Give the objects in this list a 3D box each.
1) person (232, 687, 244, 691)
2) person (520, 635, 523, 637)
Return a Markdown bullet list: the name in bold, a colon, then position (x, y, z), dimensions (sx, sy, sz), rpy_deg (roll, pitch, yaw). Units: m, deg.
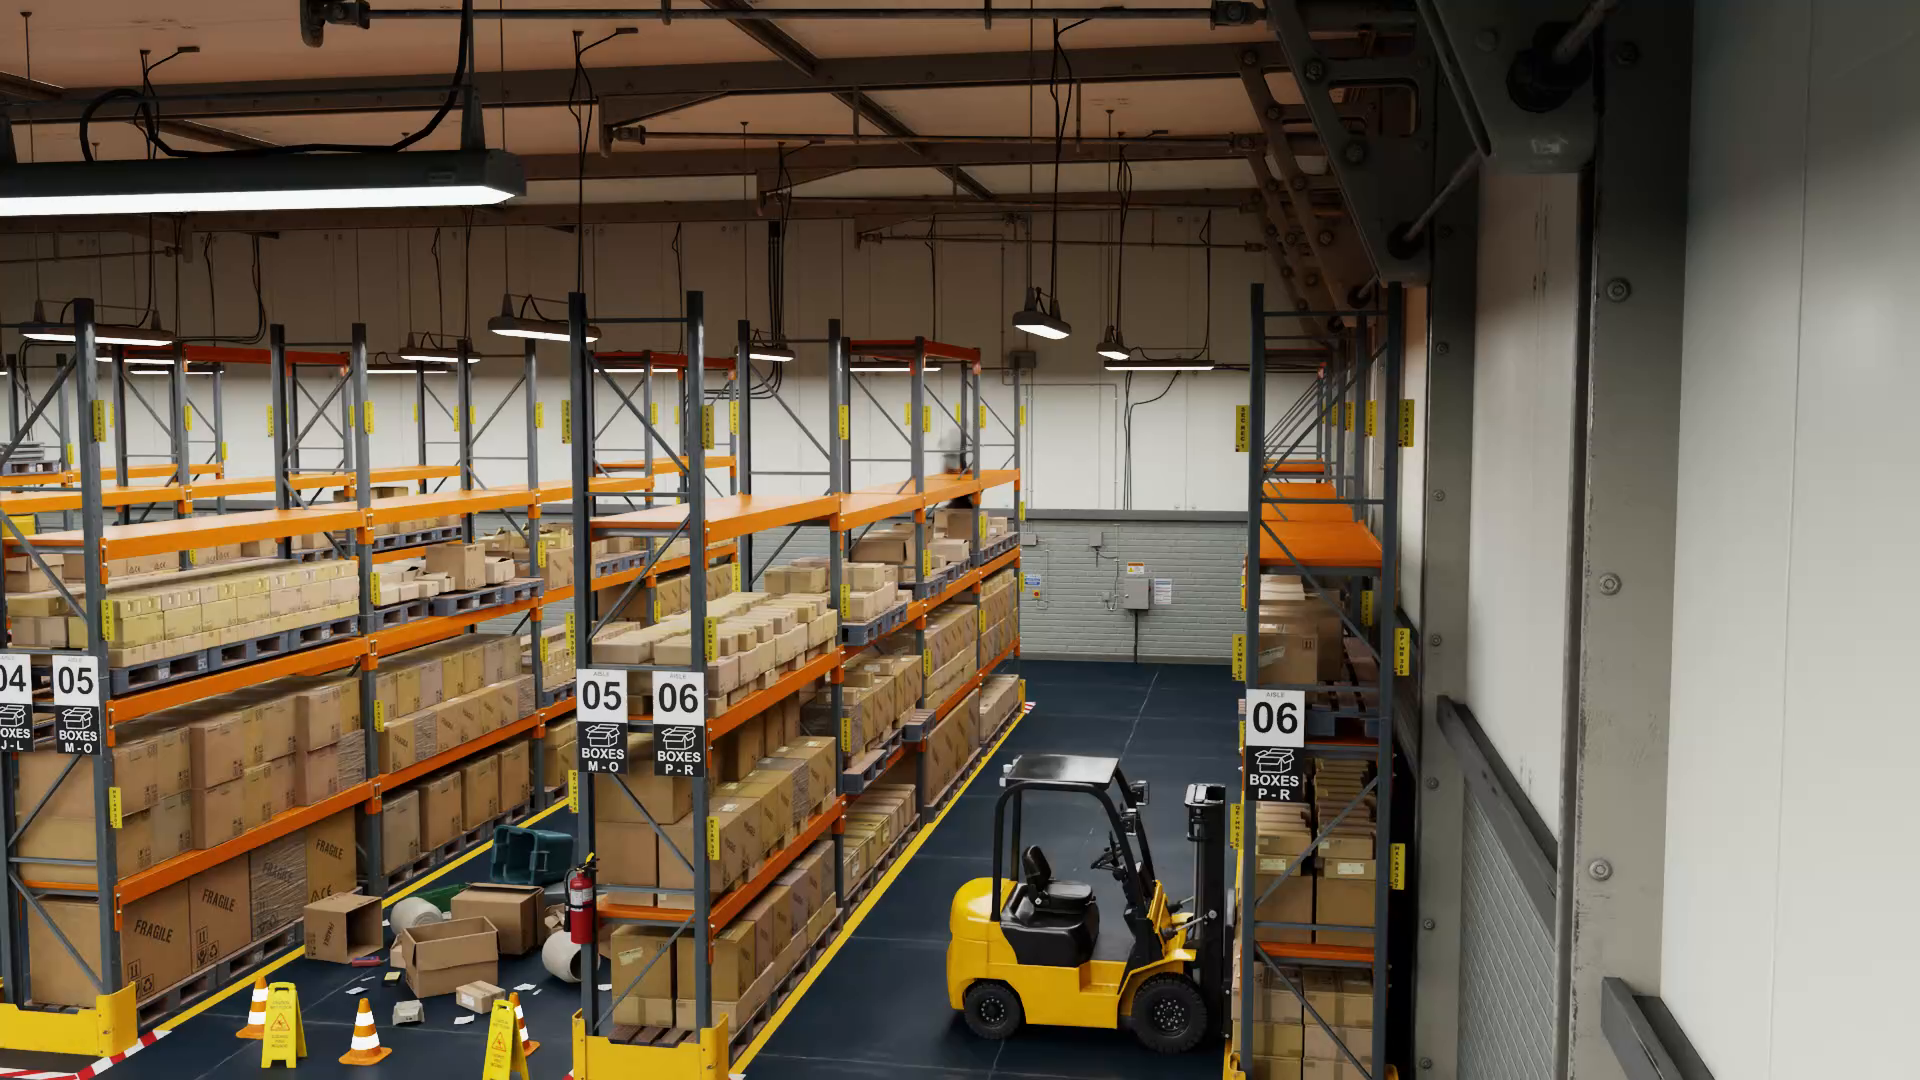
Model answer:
- **person**: position (-9.095, 2.666, 21.057), dimensions (0.602, 1.685, 0.944), rpy_deg (1, 5, 17)
- **person**: position (-6.812, 2.293, 25.947), dimensions (0.612, 1.627, 0.727), rpy_deg (1, 5, 16)
